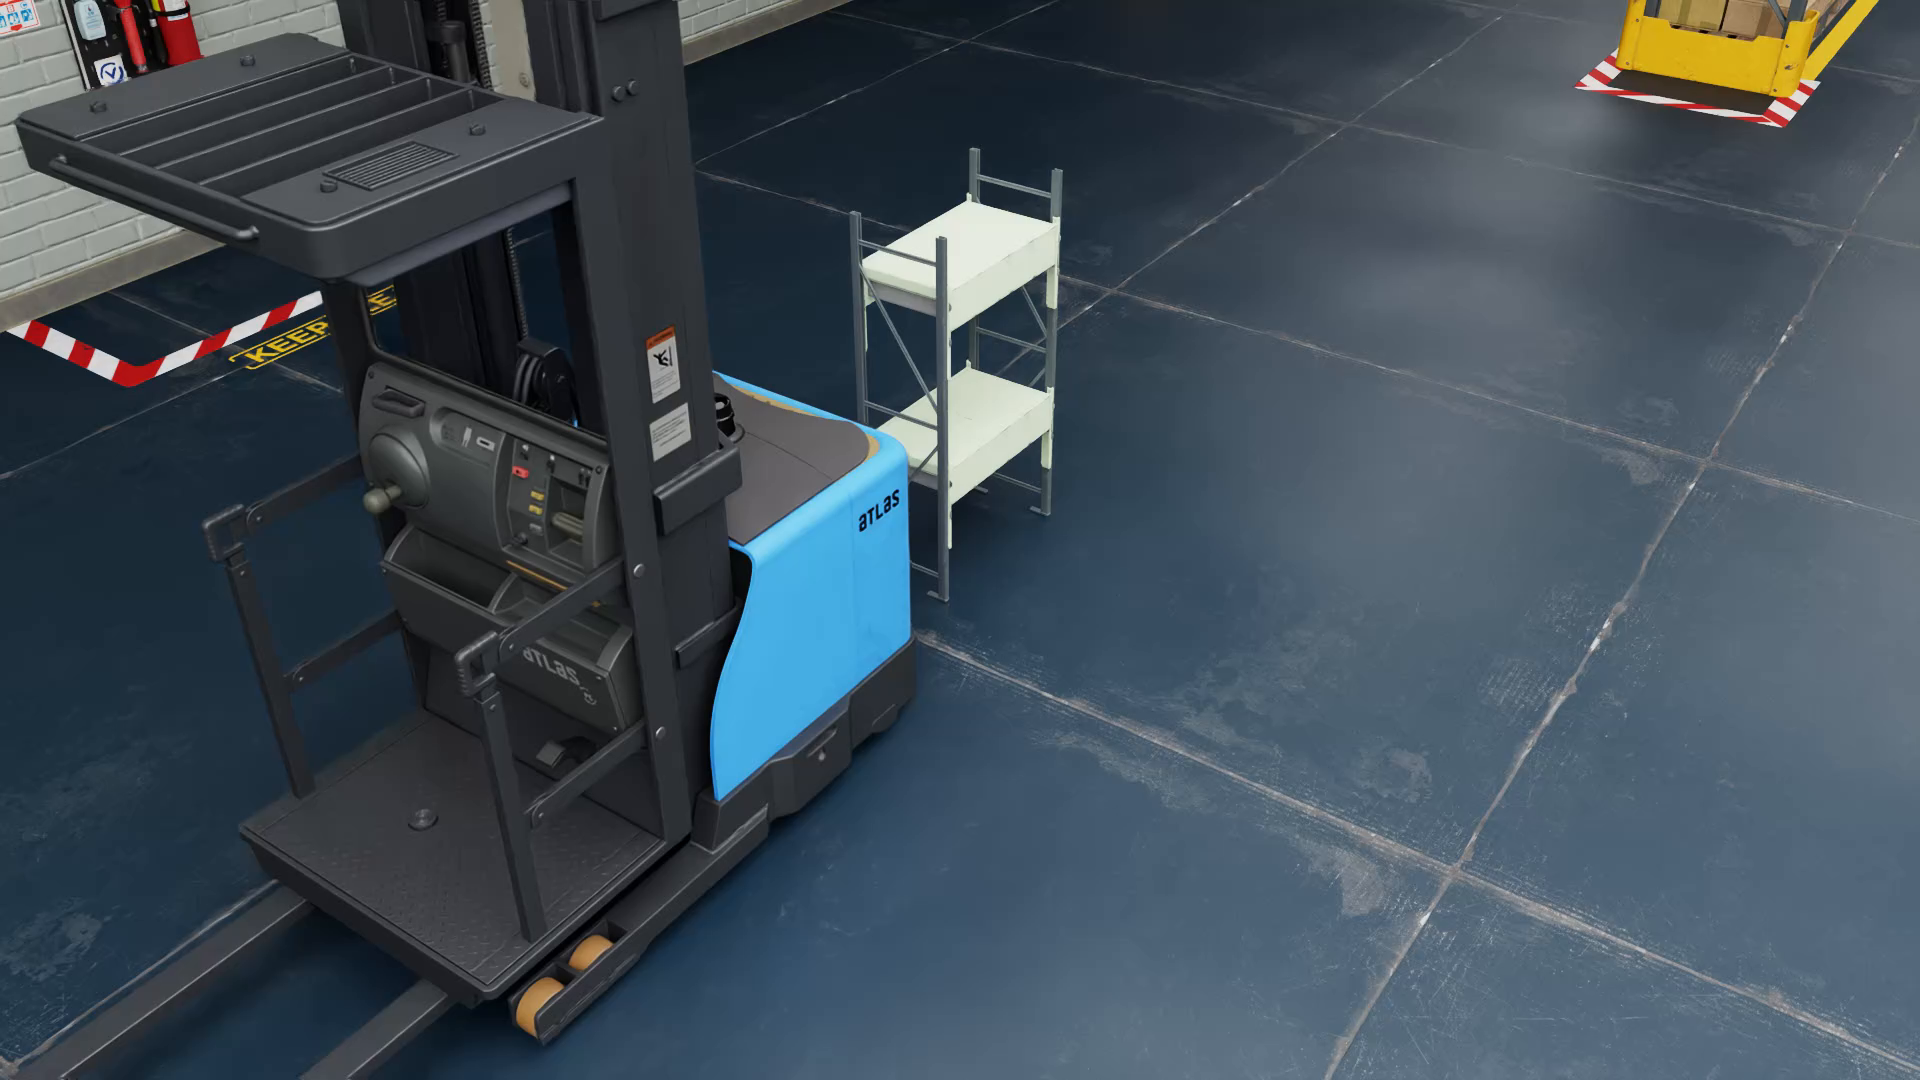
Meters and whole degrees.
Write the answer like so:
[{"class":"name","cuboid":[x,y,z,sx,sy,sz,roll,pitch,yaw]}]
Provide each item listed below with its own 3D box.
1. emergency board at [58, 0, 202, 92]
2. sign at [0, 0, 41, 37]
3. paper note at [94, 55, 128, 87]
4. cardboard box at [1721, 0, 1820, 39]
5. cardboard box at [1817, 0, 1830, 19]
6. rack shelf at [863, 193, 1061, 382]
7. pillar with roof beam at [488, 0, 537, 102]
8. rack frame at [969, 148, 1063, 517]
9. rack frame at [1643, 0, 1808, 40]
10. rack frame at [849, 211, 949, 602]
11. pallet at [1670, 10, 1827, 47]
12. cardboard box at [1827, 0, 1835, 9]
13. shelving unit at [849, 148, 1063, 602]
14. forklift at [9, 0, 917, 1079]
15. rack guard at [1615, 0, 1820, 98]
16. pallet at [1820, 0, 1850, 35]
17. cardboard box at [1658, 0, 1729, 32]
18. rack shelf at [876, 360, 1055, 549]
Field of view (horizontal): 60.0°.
[{"class":"emergency board","cuboid":[-4.079,-2.758,8.150,0.194,1.169,0.643,21,39,28]},{"class":"sign","cuboid":[-4.479,-2.551,7.813,0.001,0.329,0.234,21,39,28]},{"class":"paper note","cuboid":[-4.236,-2.333,8.309,0.016,0.148,0.142,21,39,28]},{"class":"cardboard box","cuboid":[5.655,-3.676,11.587,0.500,0.250,0.500,21,39,28]},{"class":"cardboard box","cuboid":[5.937,-3.907,11.929,0.500,0.250,0.500,21,39,28]},{"class":"rack shelf","cuboid":[-0.004,-0.941,6.107,0.431,0.370,0.720,21,39,28]},{"class":"pillar with roof beam","cuboid":[0.898,-4.993,6.100,9.100,9.000,0.400,21,39,28]},{"class":"rack frame","cuboid":[0.205,-0.787,6.574,0.400,1.500,0.023,21,39,28]},{"class":"rack frame","cuboid":[5.166,-4.465,10.675,1.000,3.000,0.127,21,39,28]},{"class":"rack frame","cuboid":[-0.212,-0.450,6.076,0.400,1.500,0.023,21,39,28]},{"class":"pallet","cuboid":[5.568,-3.675,11.996,1.003,0.211,1.213,21,39,28]},{"class":"cardboard box","cuboid":[6.222,-4.137,12.269,0.500,0.250,0.500,21,39,28]},{"class":"shelving unit","cuboid":[-0.004,-0.618,6.325,0.431,1.500,0.755,21,39,28]},{"class":"forklift","cuboid":[-1.408,-0.122,4.313,1.130,2.935,3.031,21,40,28]},{"class":"rack guard","cuboid":[5.152,-3.418,11.359,1.175,0.500,0.348,21,39,28]},{"class":"pallet","cuboid":[6.264,-4.234,12.823,1.003,0.211,1.213,21,39,28]},{"class":"cardboard box","cuboid":[5.229,-3.841,11.832,0.500,0.250,0.500,21,39,28]},{"class":"rack shelf","cuboid":[-0.004,-0.348,6.508,0.431,0.370,0.720,21,39,28]}]
